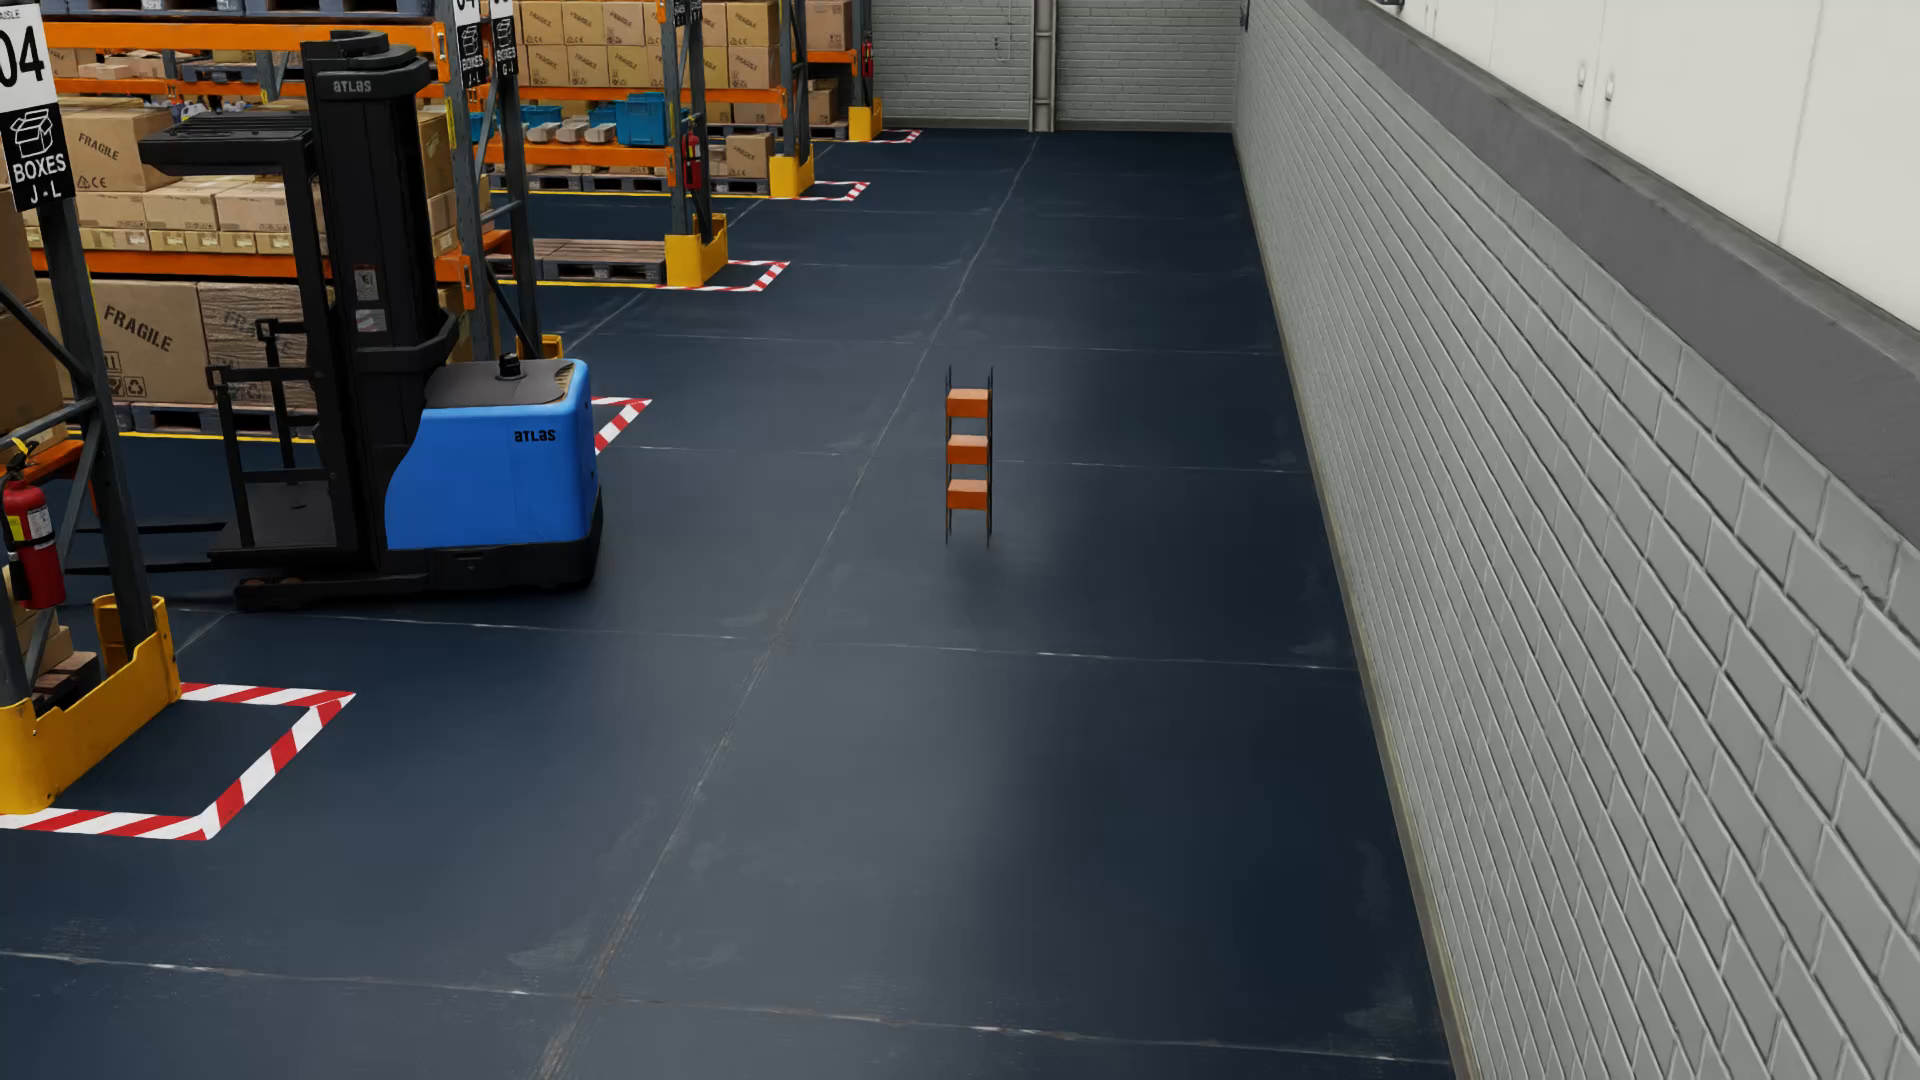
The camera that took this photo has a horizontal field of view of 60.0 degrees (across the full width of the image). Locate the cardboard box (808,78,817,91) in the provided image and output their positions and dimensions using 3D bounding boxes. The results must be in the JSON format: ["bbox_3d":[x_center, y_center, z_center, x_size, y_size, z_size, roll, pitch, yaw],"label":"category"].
[{"bbox_3d":[-2.339,-6.950,25.386,0.250,0.149,0.380,2,22,6],"label":"cardboard box"}]

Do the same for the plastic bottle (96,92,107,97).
[{"bbox_3d":[-8.853,-4.455,17.197,0.185,0.351,0.144,2,22,6],"label":"plastic bottle"}]

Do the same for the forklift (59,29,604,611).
[{"bbox_3d":[-3.599,-1.186,8.954,3.031,2.935,1.130,-3,22,-7],"label":"forklift"}]

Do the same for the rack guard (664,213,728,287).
[{"bbox_3d":[-2.624,-2.907,16.612,0.348,0.500,1.175,2,22,6],"label":"rack guard"}]

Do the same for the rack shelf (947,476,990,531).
[{"bbox_3d":[0.053,-0.218,9.847,0.240,0.259,0.215,2,22,6],"label":"rack shelf"}]

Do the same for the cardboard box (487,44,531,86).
[{"bbox_3d":[-5.560,-5.972,20.829,0.500,0.500,0.500,3,22,8],"label":"cardboard box"}]

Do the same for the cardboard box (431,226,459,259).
[{"bbox_3d":[-3.624,-2.036,11.350,0.250,0.149,0.380,3,22,7],"label":"cardboard box"}]

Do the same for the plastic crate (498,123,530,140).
[{"bbox_3d":[-4.342,-3.967,16.171,0.250,0.136,0.298,2,22,6],"label":"plastic crate"}]

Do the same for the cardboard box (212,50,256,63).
[{"bbox_3d":[-9.368,-6.476,21.532,0.500,0.500,0.700,-5,22,-12],"label":"cardboard box"}]

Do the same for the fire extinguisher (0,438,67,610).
[{"bbox_3d":[-3.720,-0.062,6.629,0.183,0.674,0.296,2,22,6],"label":"fire extinguisher"}]

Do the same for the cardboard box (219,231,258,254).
[{"bbox_3d":[-4.896,-2.090,11.489,0.250,0.149,0.380,3,22,6],"label":"cardboard box"}]

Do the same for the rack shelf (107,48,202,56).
[{"bbox_3d":[-11.413,-7.781,26.519,4.000,0.370,1.077,2,22,6],"label":"rack shelf"}]

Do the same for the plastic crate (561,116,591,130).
[{"bbox_3d":[-3.838,-4.175,16.698,0.298,0.136,0.250,2,22,6],"label":"plastic crate"}]

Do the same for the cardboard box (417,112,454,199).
[{"bbox_3d":[-3.747,-2.600,11.215,0.500,0.500,0.500,3,22,7],"label":"cardboard box"}]

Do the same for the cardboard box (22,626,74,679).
[{"bbox_3d":[-4.398,0.540,7.800,0.250,0.149,0.380,3,22,7],"label":"cardboard box"}]

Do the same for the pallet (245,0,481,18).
[{"bbox_3d":[-3.970,-3.639,11.106,1.213,0.211,1.003,2,22,6],"label":"pallet"}]

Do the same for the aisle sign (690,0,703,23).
[{"bbox_3d":[-2.542,-5.380,15.932,0.004,0.787,0.394,2,22,6],"label":"aisle sign"}]

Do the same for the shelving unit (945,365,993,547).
[{"bbox_3d":[0.053,-0.486,9.741,0.252,1.050,0.215,2,22,6],"label":"shelving unit"}]

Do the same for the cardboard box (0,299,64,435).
[{"bbox_3d":[-4.329,-0.756,7.231,0.500,0.500,0.500,4,22,9],"label":"cardboard box"}]

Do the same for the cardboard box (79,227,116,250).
[{"bbox_3d":[-5.911,-2.135,11.602,0.250,0.149,0.380,2,22,6],"label":"cardboard box"}]

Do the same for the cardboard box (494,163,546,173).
[{"bbox_3d":[-5.643,-4.904,21.323,0.500,0.311,0.500,2,22,6],"label":"cardboard box"}]

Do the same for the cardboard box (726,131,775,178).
[{"bbox_3d":[-2.631,-4.850,20.928,0.500,0.500,0.500,2,22,6],"label":"cardboard box"}]

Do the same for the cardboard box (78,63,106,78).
[{"bbox_3d":[-11.280,-6.138,21.727,0.250,0.149,0.380,4,22,10],"label":"cardboard box"}]

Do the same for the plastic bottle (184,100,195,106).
[{"bbox_3d":[-7.955,-4.380,17.108,0.135,0.276,0.152,2,22,6],"label":"plastic bottle"}]

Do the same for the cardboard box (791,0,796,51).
[{"bbox_3d":[-2.714,-7.868,25.353,0.700,0.700,0.980,2,22,6],"label":"cardboard box"}]

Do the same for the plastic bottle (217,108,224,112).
[{"bbox_3d":[-7.608,-4.340,17.109,0.097,0.201,0.097,0,22,0],"label":"plastic bottle"}]

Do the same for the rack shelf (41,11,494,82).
[{"bbox_3d":[-5.218,-3.404,11.369,4.000,0.370,1.077,2,22,6],"label":"rack shelf"}]

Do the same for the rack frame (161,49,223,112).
[{"bbox_3d":[-10.007,-6.220,21.593,0.127,3.000,1.000,2,22,6],"label":"rack frame"}]

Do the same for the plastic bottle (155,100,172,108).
[{"bbox_3d":[-8.186,-4.390,17.133,0.135,0.276,0.152,2,22,6],"label":"plastic bottle"}]

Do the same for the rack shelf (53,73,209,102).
[{"bbox_3d":[-11.993,-5.972,21.944,4.000,0.370,1.077,2,22,6],"label":"rack shelf"}]

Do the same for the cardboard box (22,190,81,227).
[{"bbox_3d":[-6.275,-2.360,11.628,0.500,0.250,0.500,2,22,6],"label":"cardboard box"}]

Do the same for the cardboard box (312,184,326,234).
[{"bbox_3d":[-4.248,-2.272,11.406,0.500,0.250,0.500,2,22,5],"label":"cardboard box"}]

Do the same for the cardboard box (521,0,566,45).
[{"bbox_3d":[-5.087,-6.413,20.585,0.500,0.500,0.500,2,22,5],"label":"cardboard box"}]

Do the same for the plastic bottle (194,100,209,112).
[{"bbox_3d":[-7.555,-4.189,16.522,0.185,0.351,0.144,2,22,6],"label":"plastic bottle"}]

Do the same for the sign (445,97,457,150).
[{"bbox_3d":[-3.309,-2.708,10.813,0.005,0.325,0.100,2,22,6],"label":"sign"}]

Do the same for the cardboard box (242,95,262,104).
[{"bbox_3d":[-11.143,-7.159,26.769,0.500,0.500,0.700,2,22,6],"label":"cardboard box"}]

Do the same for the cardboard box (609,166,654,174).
[{"bbox_3d":[-4.168,-5.011,21.332,0.637,0.503,0.797,2,22,6],"label":"cardboard box"}]

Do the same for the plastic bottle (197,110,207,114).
[{"bbox_3d":[-7.413,-4.096,16.389,0.135,0.276,0.152,2,22,6],"label":"plastic bottle"}]

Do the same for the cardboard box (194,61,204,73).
[{"bbox_3d":[-12.229,-7.549,26.736,0.500,0.250,0.500,2,22,5],"label":"cardboard box"}]

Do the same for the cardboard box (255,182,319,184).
[{"bbox_3d":[-4.692,-2.488,11.953,0.500,0.250,0.500,2,22,4],"label":"cardboard box"}]

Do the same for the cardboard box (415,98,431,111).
[{"bbox_3d":[-8.713,-7.145,26.284,0.750,0.750,0.750,2,22,6],"label":"cardboard box"}]

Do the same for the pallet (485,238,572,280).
[{"bbox_3d":[-4.671,-2.872,16.918,1.213,0.211,1.003,2,22,6],"label":"pallet"}]

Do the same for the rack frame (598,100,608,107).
[{"bbox_3d":[-5.455,-7.856,25.730,0.127,3.000,1.000,2,22,6],"label":"rack frame"}]

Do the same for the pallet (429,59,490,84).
[{"bbox_3d":[-6.815,-6.032,21.379,1.213,0.211,1.003,2,22,6],"label":"pallet"}]

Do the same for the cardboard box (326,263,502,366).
[{"bbox_3d":[-3.877,-1.463,11.879,0.875,0.875,0.875,2,22,6],"label":"cardboard box"}]

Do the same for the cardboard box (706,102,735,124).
[{"bbox_3d":[-3.717,-6.773,25.820,0.500,0.500,0.700,3,22,8],"label":"cardboard box"}]

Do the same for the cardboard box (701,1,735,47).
[{"bbox_3d":[-3.038,-6.326,20.364,0.500,0.500,0.500,3,22,8],"label":"cardboard box"}]

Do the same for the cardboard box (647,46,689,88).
[{"bbox_3d":[-3.549,-5.885,20.610,0.500,0.500,0.500,3,22,7],"label":"cardboard box"}]

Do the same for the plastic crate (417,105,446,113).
[{"bbox_3d":[-5.126,-4.078,16.255,0.530,0.282,0.437,2,22,6],"label":"plastic crate"}]

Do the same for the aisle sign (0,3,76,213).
[{"bbox_3d":[-3.808,-1.766,6.791,0.004,0.787,0.394,2,22,6],"label":"aisle sign"}]

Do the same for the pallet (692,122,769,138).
[{"bbox_3d":[-3.494,-6.446,25.956,1.213,0.211,1.003,2,22,6],"label":"pallet"}]

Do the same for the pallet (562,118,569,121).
[{"bbox_3d":[-6.230,-6.565,26.258,1.213,0.211,1.003,2,22,6],"label":"pallet"}]

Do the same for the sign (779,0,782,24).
[{"bbox_3d":[-2.147,-6.357,19.936,0.005,0.325,0.100,2,22,6],"label":"sign"}]

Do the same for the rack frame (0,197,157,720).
[{"bbox_3d":[-3.916,-0.451,7.000,0.127,3.000,1.000,2,22,6],"label":"rack frame"}]
